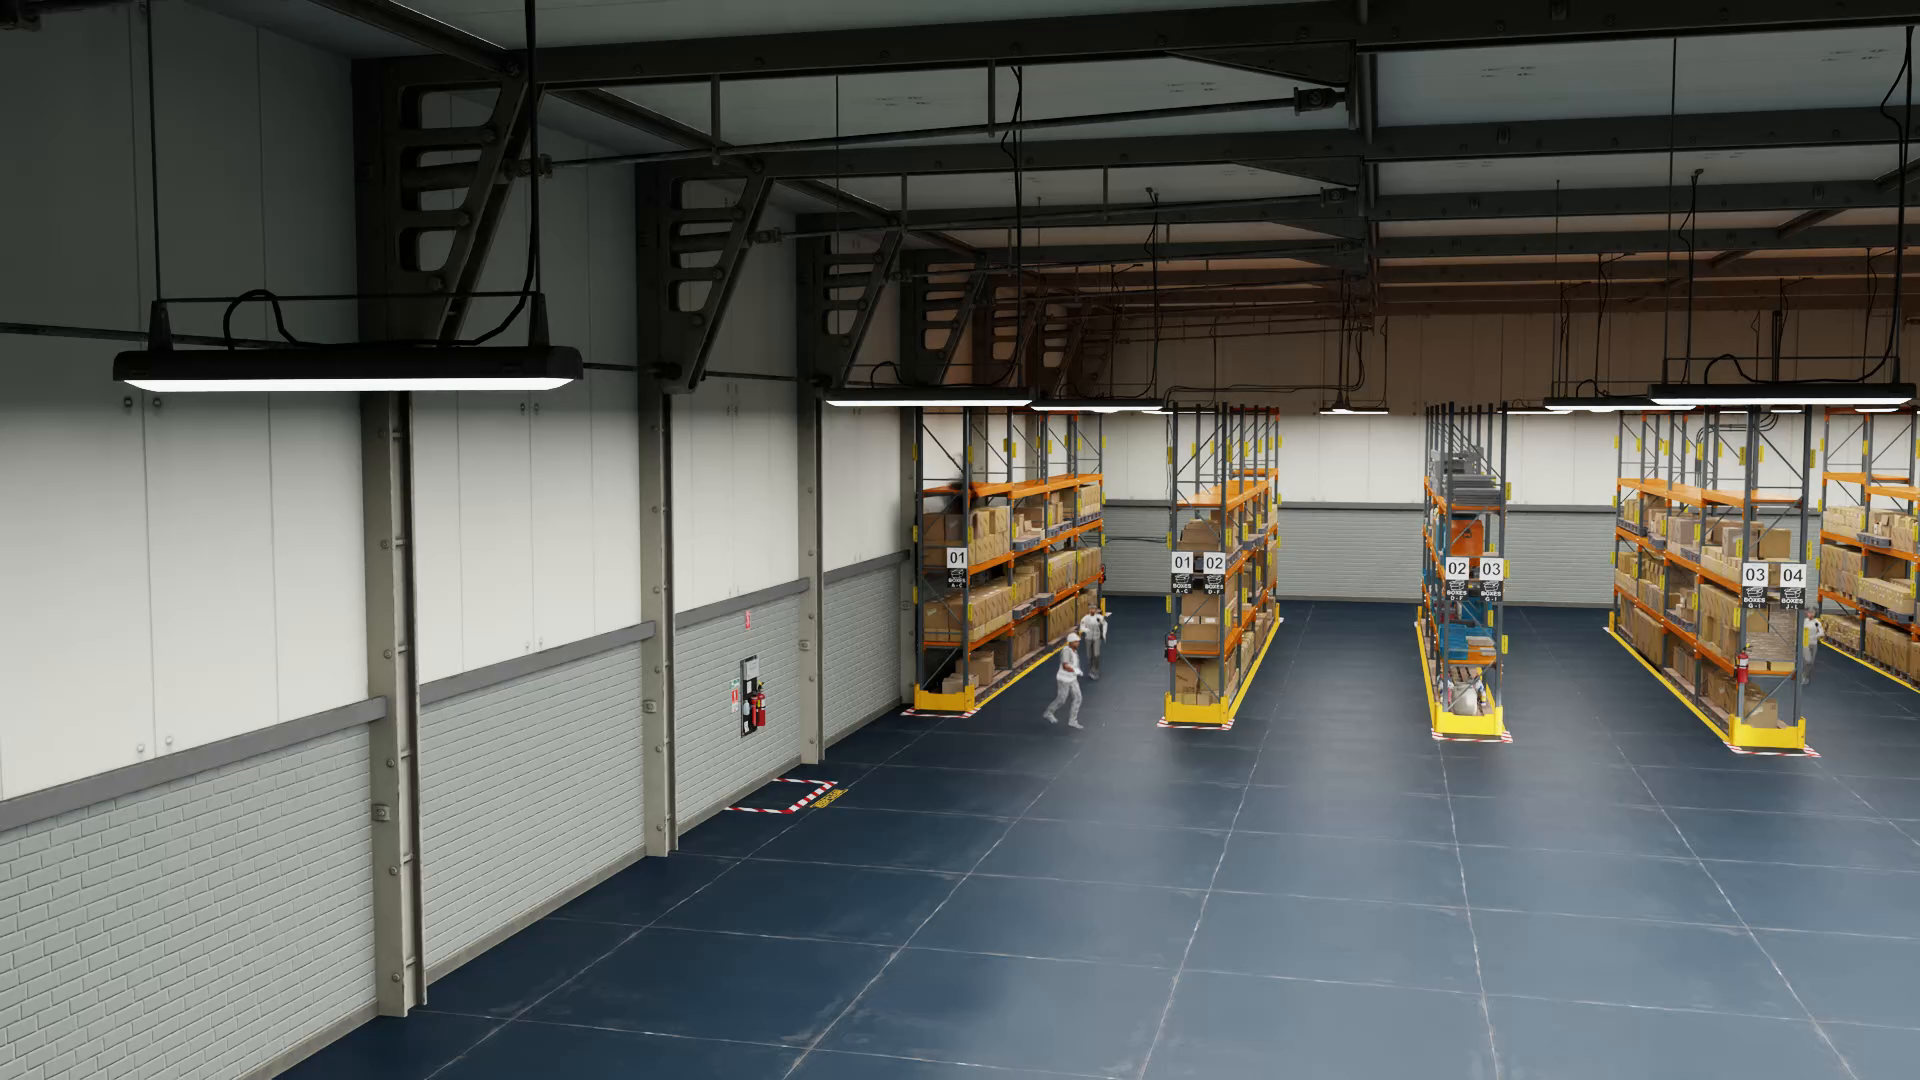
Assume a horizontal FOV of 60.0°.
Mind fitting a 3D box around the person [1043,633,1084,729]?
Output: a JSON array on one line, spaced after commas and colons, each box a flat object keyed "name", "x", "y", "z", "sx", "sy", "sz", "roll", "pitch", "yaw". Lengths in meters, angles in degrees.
[{"name": "person", "x": 1.883, "y": 2.583, "z": 30.604, "sx": 0.849, "sy": 1.767, "sz": 0.645, "roll": 2, "pitch": 5, "yaw": 28}]

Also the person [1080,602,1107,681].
[{"name": "person", "x": 2.909, "y": 2.204, "z": 36.294, "sx": 0.581, "sy": 1.719, "sz": 0.788, "roll": 1, "pitch": 4, "yaw": 7}]

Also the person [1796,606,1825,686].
[{"name": "person", "x": 18.132, "y": 2.259, "z": 35.508, "sx": 0.557, "sy": 1.718, "sz": 0.694, "roll": 0, "pitch": 4, "yaw": 3}]
